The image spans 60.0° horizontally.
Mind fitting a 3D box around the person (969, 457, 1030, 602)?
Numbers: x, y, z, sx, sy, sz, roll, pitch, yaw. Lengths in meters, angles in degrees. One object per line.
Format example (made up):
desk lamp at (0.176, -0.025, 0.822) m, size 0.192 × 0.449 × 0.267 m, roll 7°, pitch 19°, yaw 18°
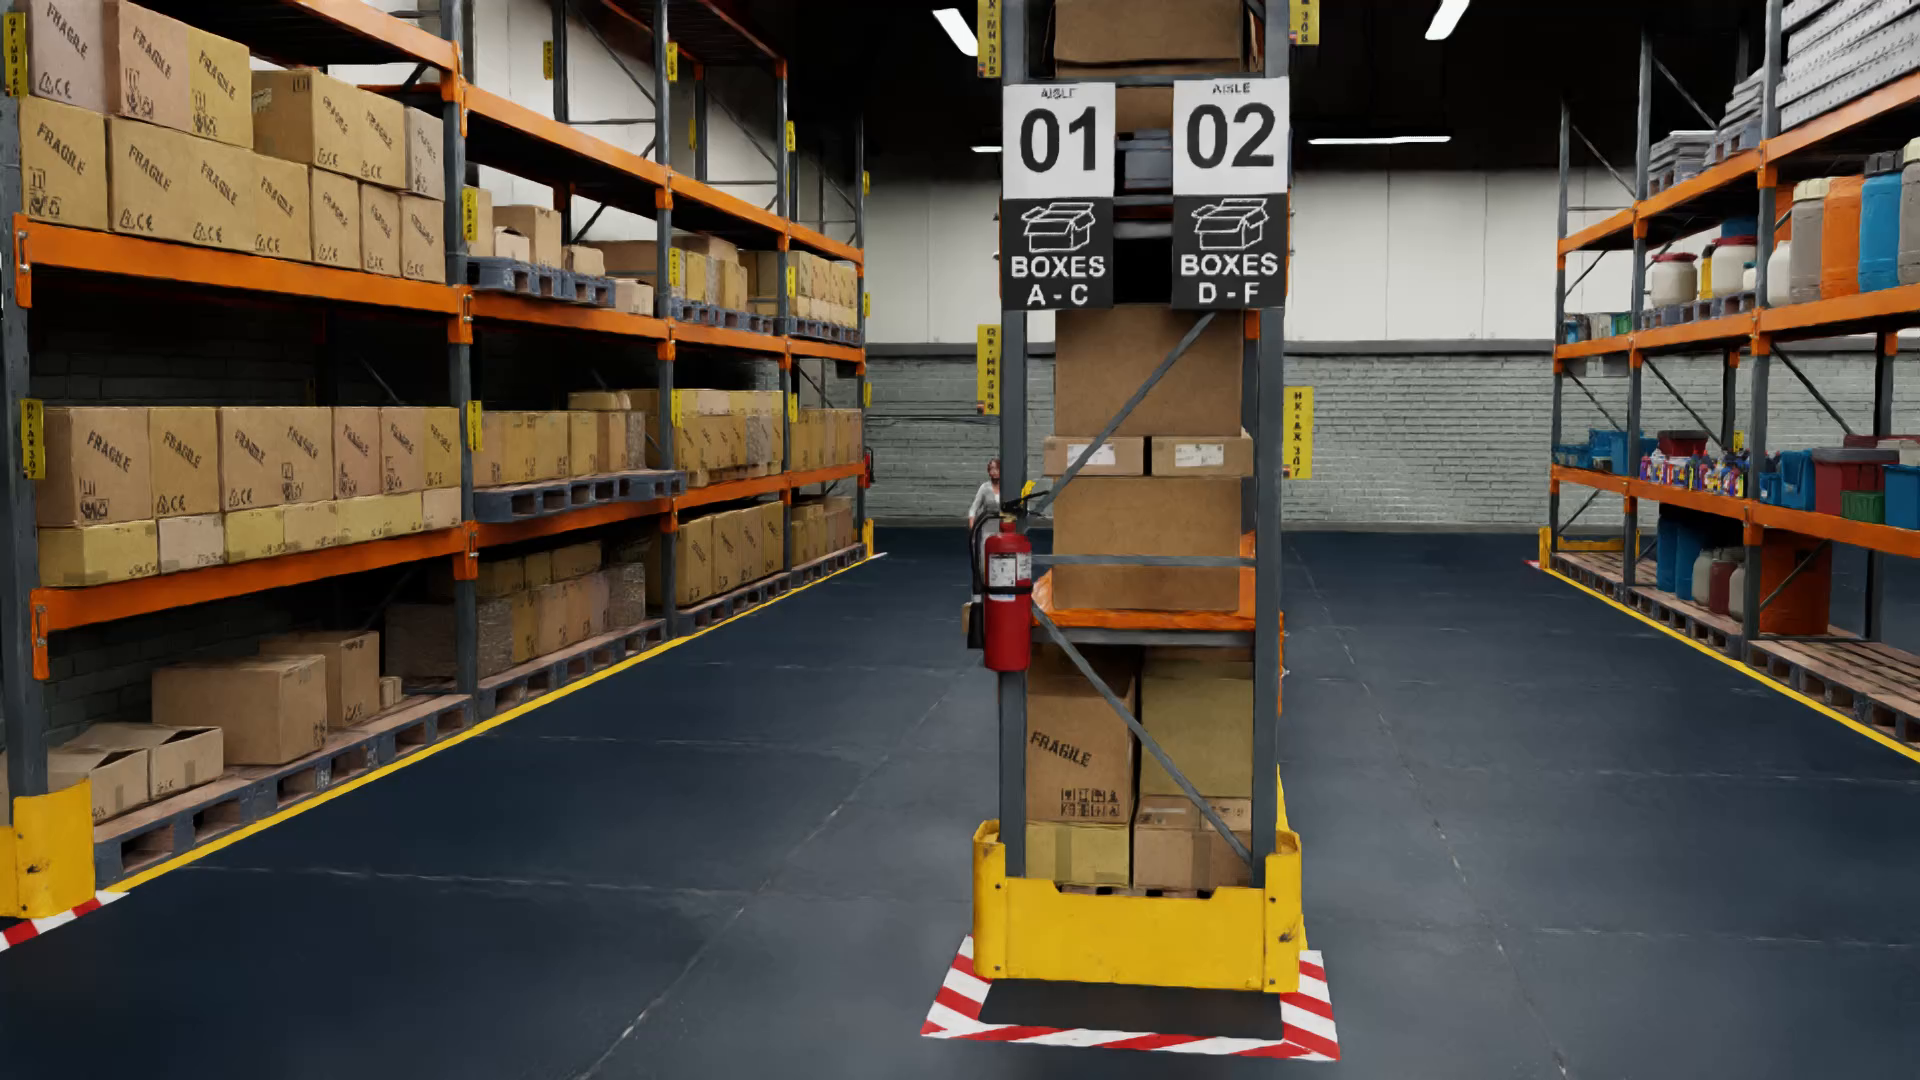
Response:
person at (0.389, 0.001, 15.845) m, size 0.584 × 1.564 × 0.435 m, roll 0°, pitch 5°, yaw -4°
